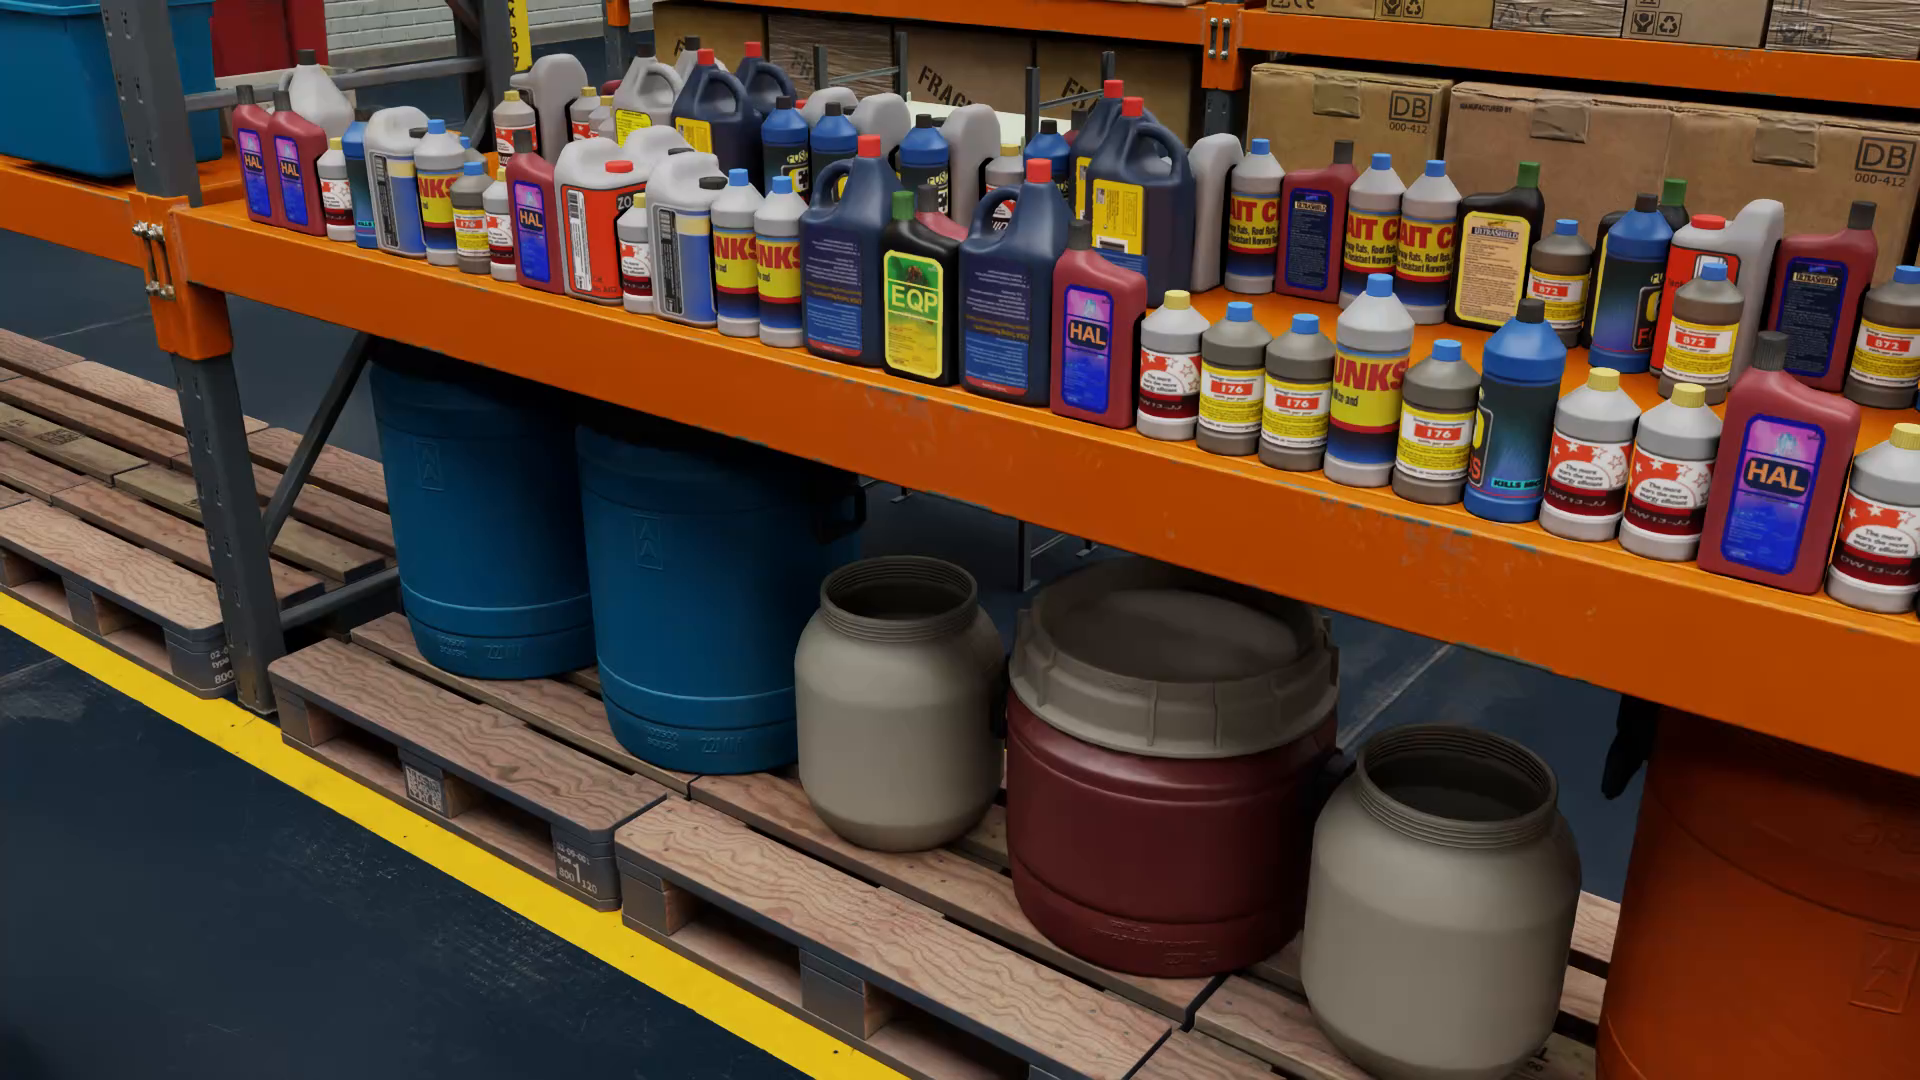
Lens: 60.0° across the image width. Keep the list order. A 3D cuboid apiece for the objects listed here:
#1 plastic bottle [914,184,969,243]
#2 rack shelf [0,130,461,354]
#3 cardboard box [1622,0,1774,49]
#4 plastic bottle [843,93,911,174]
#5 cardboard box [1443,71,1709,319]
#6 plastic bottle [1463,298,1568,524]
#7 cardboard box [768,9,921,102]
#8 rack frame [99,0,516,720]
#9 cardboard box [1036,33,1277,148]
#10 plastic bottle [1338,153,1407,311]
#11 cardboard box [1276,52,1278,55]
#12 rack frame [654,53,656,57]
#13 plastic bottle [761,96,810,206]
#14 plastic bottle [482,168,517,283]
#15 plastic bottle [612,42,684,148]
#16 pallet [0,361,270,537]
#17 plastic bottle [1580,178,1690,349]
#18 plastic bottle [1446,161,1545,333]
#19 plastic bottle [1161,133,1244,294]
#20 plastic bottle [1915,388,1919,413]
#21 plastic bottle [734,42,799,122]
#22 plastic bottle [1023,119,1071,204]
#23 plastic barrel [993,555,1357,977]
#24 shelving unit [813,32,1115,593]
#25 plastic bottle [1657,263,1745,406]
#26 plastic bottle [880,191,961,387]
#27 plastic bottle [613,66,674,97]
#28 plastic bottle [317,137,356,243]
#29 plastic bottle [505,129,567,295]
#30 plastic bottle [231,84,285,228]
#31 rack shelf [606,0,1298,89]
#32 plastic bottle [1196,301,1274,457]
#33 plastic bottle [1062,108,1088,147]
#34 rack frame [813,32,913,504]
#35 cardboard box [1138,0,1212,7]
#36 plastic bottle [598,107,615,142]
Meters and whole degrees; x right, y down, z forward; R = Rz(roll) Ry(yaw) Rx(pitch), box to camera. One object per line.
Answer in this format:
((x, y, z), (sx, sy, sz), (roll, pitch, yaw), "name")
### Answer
((-0.020, -0.406, 2.595), (0.133, 0.283, 0.061), (17, 29, 33), "plastic bottle")
((-3.109, -1.248, 5.253), (4.000, 0.370, 1.077), (17, 29, 33), "rack shelf")
((2.899, -2.179, 6.352), (0.500, 0.500, 0.500), (17, 29, 34), "cardboard box")
((-0.196, -0.803, 3.505), (0.135, 0.276, 0.152), (17, 29, 33), "plastic bottle")
((2.701, -1.547, 7.155), (0.875, 0.875, 1.225), (16, 28, 32), "cardboard box")
((0.690, -0.164, 2.061), (0.097, 0.271, 0.097), (0, 24, 0), "plastic bottle")
((-0.451, -2.529, 9.385), (0.875, 0.875, 0.875), (17, 29, 33), "cardboard box")
((-1.509, -1.093, 4.011), (0.127, 3.000, 1.000), (17, 29, 33), "rack frame")
((0.981, -2.096, 8.402), (0.875, 0.875, 0.875), (17, 29, 33), "cardboard box")
((0.724, -0.536, 2.906), (0.097, 0.271, 0.097), (0, 24, 0), "plastic bottle")
((2.425, -3.803, 12.807), (0.250, 0.149, 0.380), (15, 28, 31), "cardboard box")
((-1.737, -3.659, 9.835), (0.053, 2.616, 0.949), (17, 29, 33), "rack frame")
((-0.364, -0.788, 3.478), (0.097, 0.271, 0.097), (0, 24, 0), "plastic bottle")
((-0.842, -0.595, 3.126), (0.097, 0.201, 0.097), (0, 24, 0), "plastic bottle")
((-0.664, -0.907, 3.650), (0.185, 0.351, 0.144), (17, 29, 33), "plastic bottle")
((-3.101, -0.277, 5.617), (1.213, 0.211, 1.003), (17, 29, 33), "pallet")
((1.089, -0.440, 2.674), (0.133, 0.283, 0.061), (17, 29, 33), "plastic bottle")
((0.905, -0.496, 2.801), (0.133, 0.283, 0.061), (17, 29, 33), "plastic bottle")
((0.430, -0.613, 3.076), (0.135, 0.276, 0.152), (17, 29, 33), "plastic bottle")
((1.463, -0.313, 2.399), (0.097, 0.271, 0.097), (0, 24, 0), "plastic bottle")
((-0.429, -0.909, 3.654), (0.185, 0.351, 0.144), (17, 29, 33), "plastic bottle")
((0.169, -0.673, 3.217), (0.097, 0.271, 0.097), (0, 24, 0), "plastic bottle")
((0.386, 0.400, 3.093), (0.708, 0.588, 0.600), (17, 29, 33), "plastic barrel")
((0.005, -0.685, 4.944), (0.755, 1.500, 0.431), (17, 29, 33), "shelving unit")
((1.109, -0.311, 2.482), (0.097, 0.201, 0.097), (0, 24, 0), "plastic bottle")
((-0.057, -0.386, 2.550), (0.133, 0.283, 0.061), (17, 29, 33), "plastic bottle")
((-0.707, -0.957, 3.856), (0.135, 0.276, 0.152), (17, 29, 33), "plastic bottle")
((-1.261, -0.722, 3.414), (0.097, 0.201, 0.097), (0, 24, 0), "plastic bottle")
((-0.761, -0.599, 3.033), (0.133, 0.283, 0.061), (17, 29, 33), "plastic bottle")
((-1.471, -0.813, 3.521), (0.133, 0.283, 0.061), (17, 29, 33), "plastic bottle")
((-0.139, -2.846, 8.880), (4.000, 0.370, 1.077), (17, 29, 33), "rack shelf")
((0.379, -0.226, 2.289), (0.097, 0.201, 0.097), (0, 24, 0), "plastic bottle")
((0.202, -0.709, 3.283), (0.133, 0.283, 0.061), (17, 29, 33), "plastic bottle")
((-0.288, -0.773, 5.145), (0.023, 1.500, 0.400), (17, 29, 33), "rack frame")
((1.021, -2.544, 7.616), (0.250, 0.149, 0.380), (17, 29, 34), "cardboard box")
((-0.767, -0.878, 3.769), (0.097, 0.201, 0.097), (0, 24, 0), "plastic bottle")
